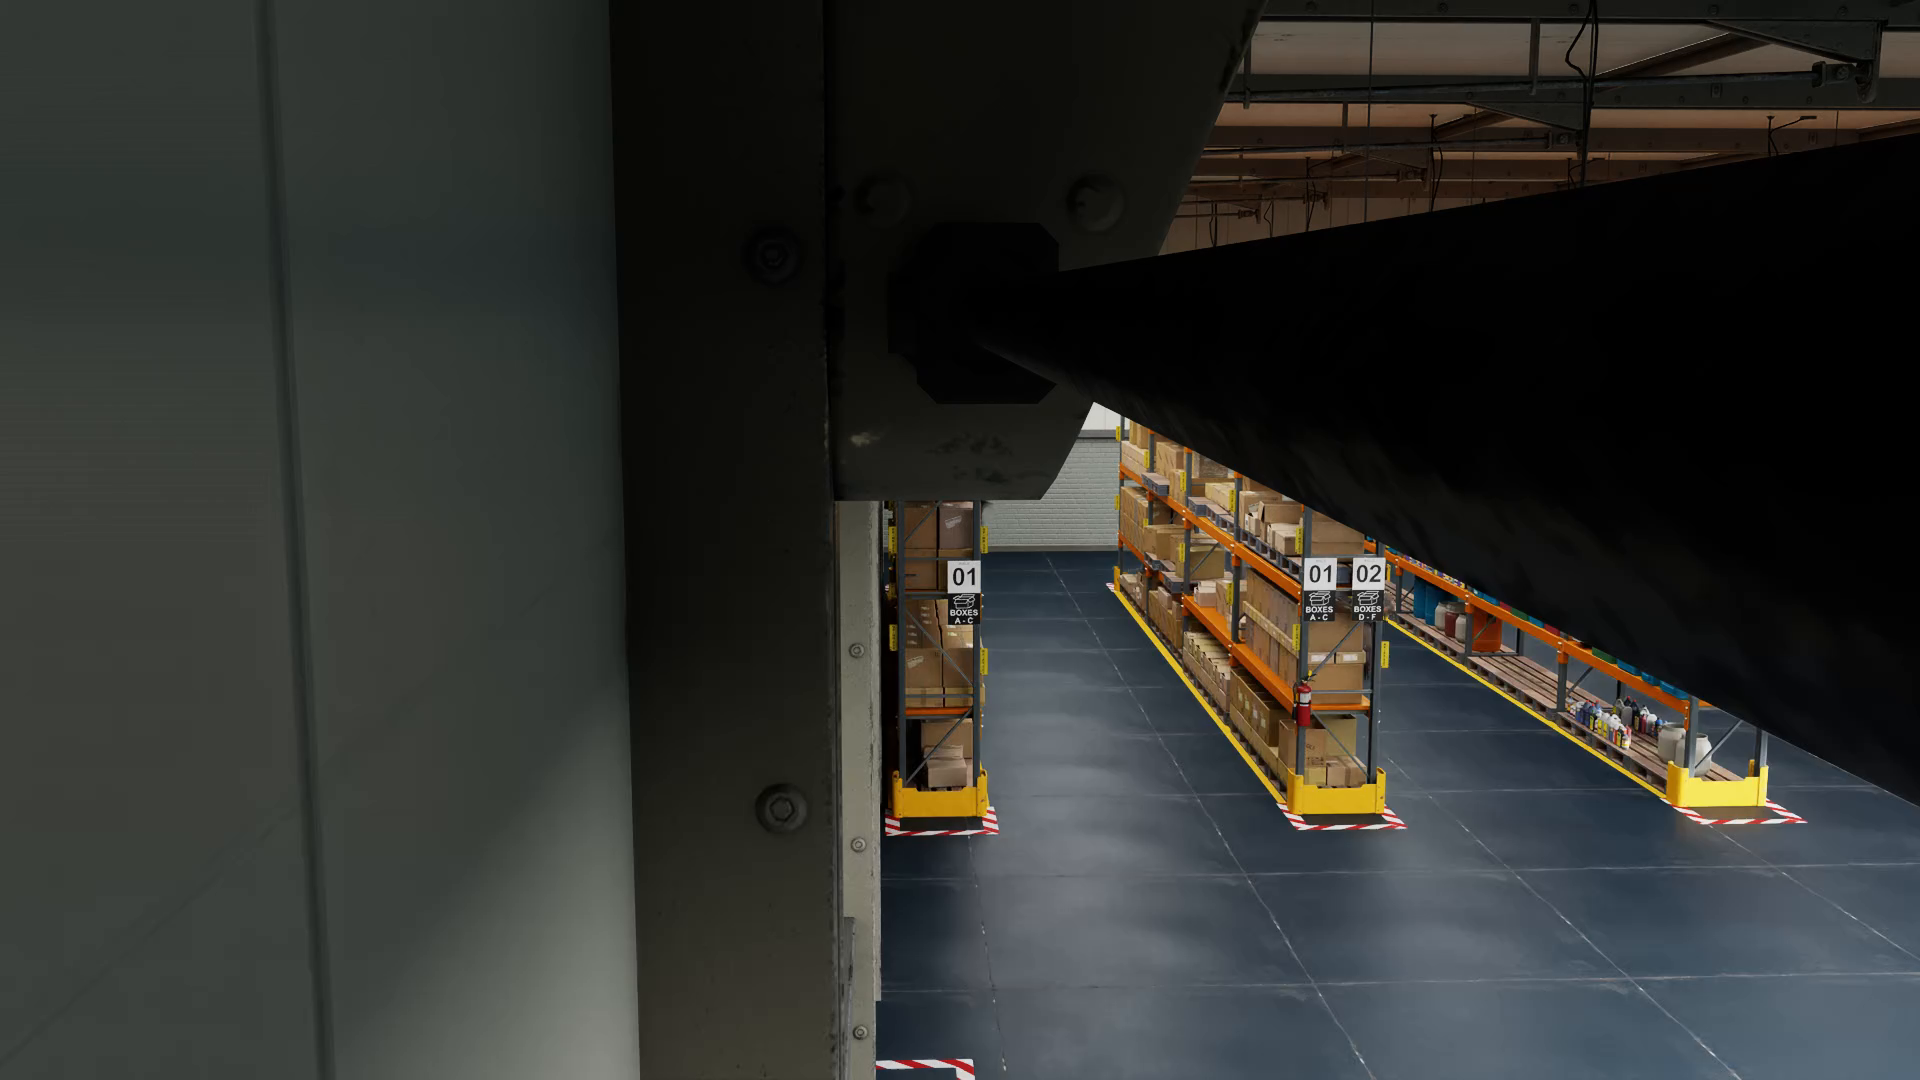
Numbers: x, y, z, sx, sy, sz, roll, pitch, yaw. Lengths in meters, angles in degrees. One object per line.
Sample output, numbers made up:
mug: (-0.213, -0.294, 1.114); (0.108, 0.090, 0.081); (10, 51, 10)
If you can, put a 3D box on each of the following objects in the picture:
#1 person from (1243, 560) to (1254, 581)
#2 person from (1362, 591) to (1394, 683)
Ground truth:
person: (6.048, 0.577, 34.772); (0.538, 1.542, 0.535); (-2, 9, -16)
person: (6.937, 1.480, 27.919); (0.630, 1.785, 0.789); (-1, 8, -7)
